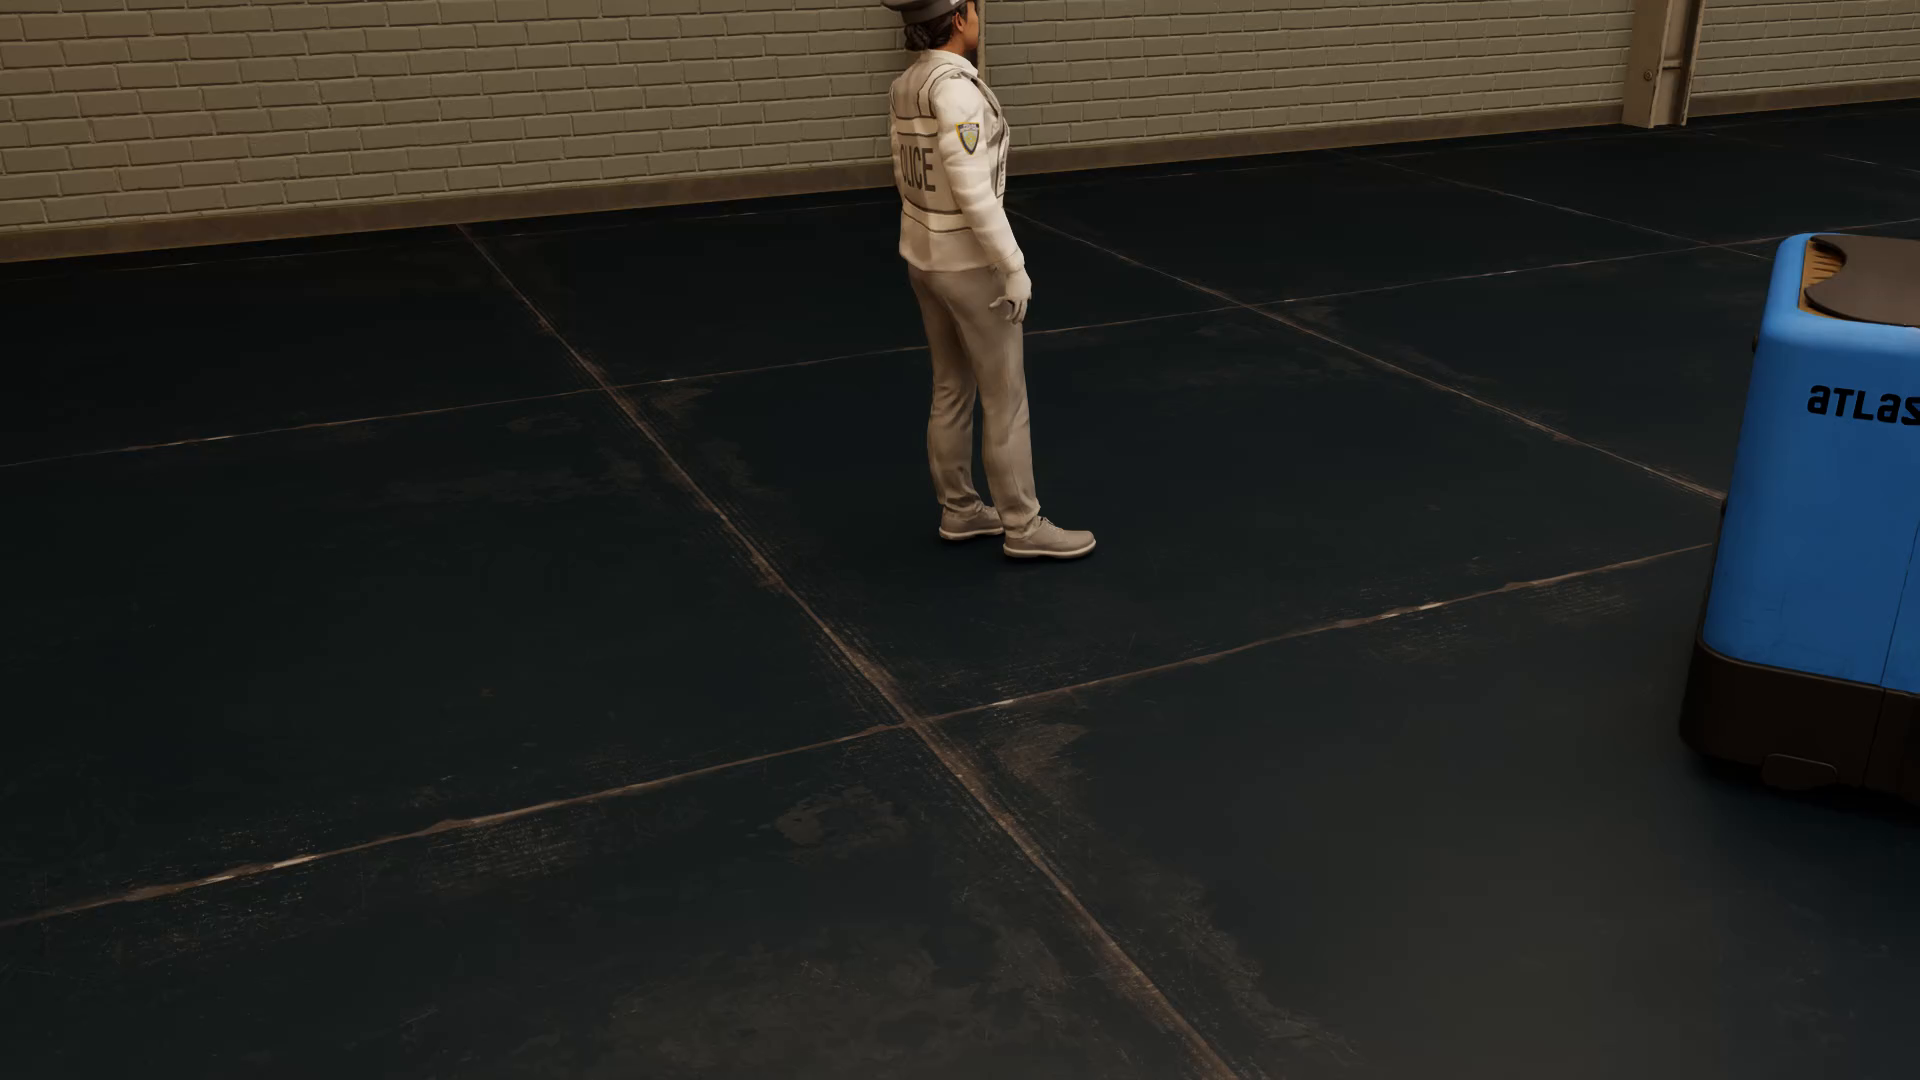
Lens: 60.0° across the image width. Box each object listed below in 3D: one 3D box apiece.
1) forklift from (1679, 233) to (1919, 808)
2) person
[{"bbox_3d":[3.212,-0.732,3.049,3.031,2.935,1.130,11,25,24],"label":"forklift"},{"bbox_3d":[0.065,-0.798,4.800,0.531,1.695,0.588,-10,25,-23],"label":"person"}]
